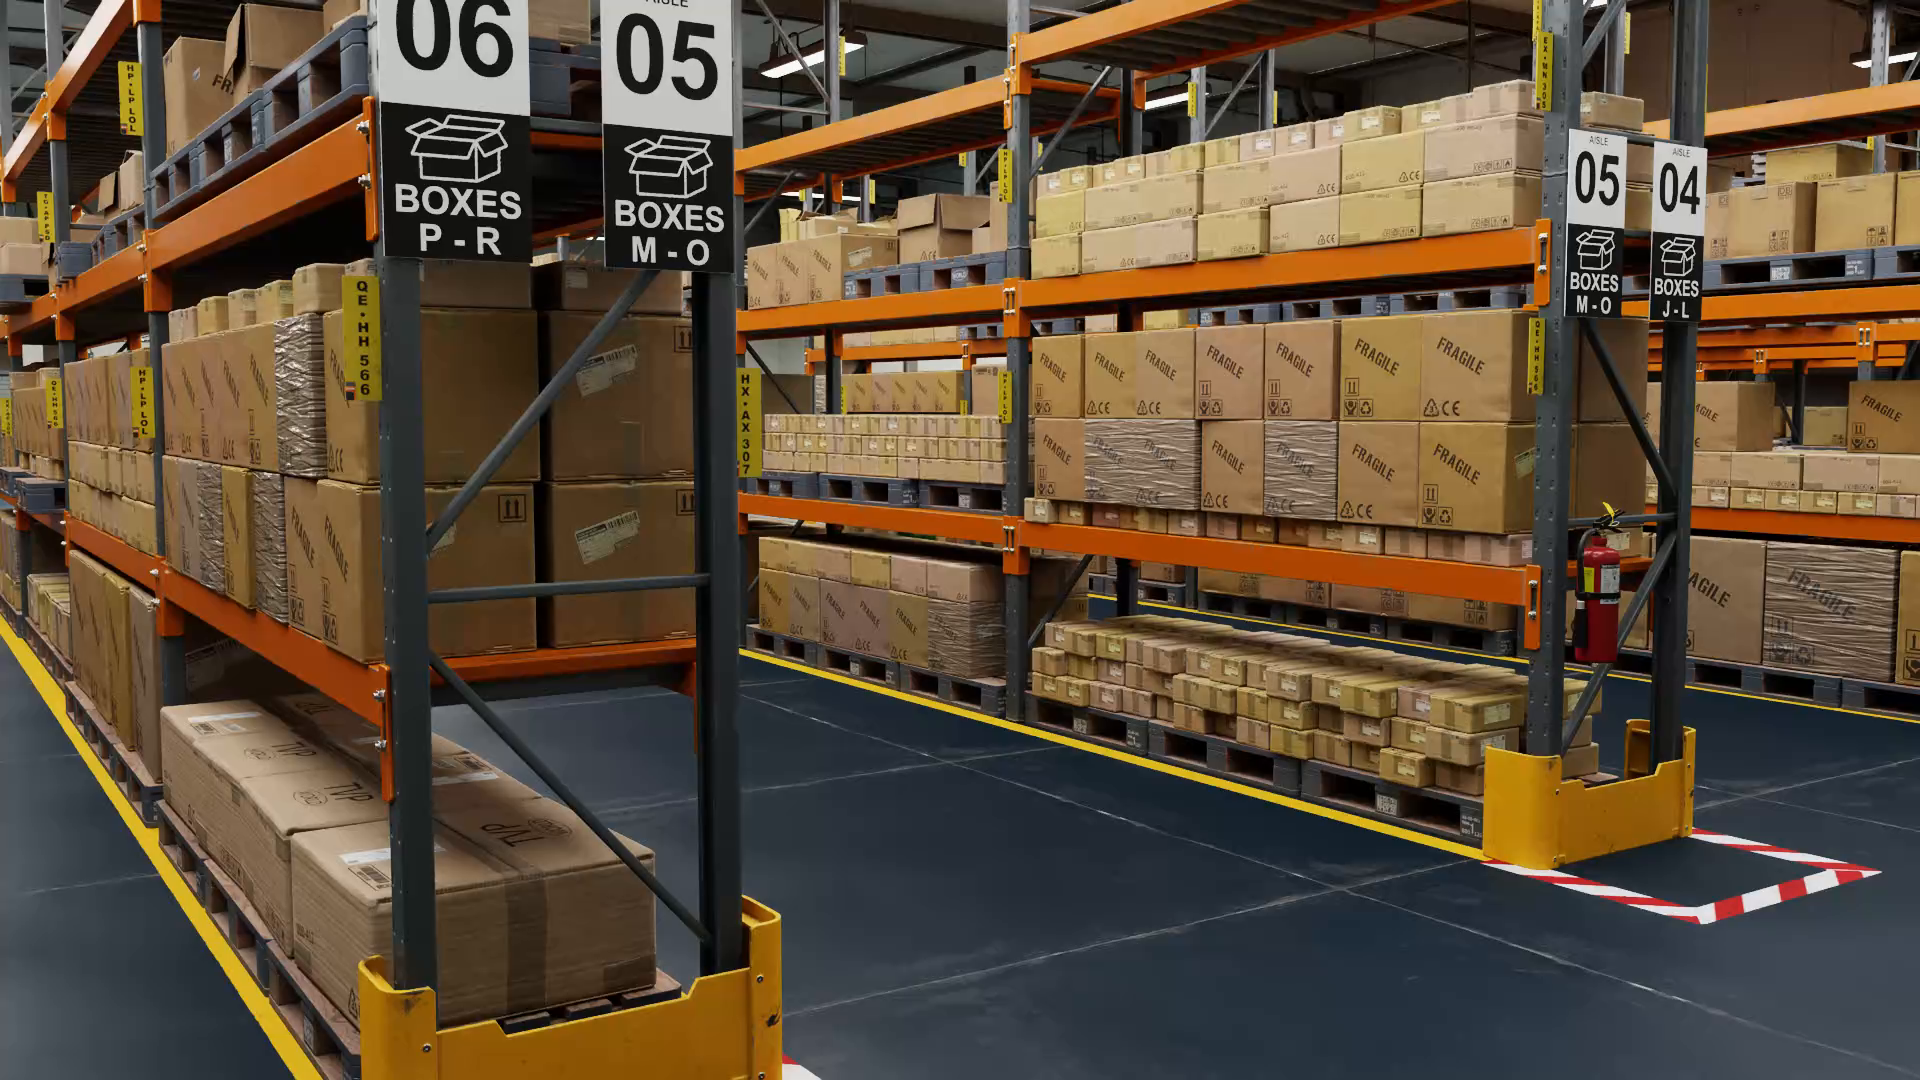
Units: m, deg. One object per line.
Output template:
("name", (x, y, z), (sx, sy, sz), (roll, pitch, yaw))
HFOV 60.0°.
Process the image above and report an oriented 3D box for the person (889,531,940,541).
("person", (-0.416, -0.109, 15.532), (0.607, 1.777, 0.454), (-3, 6, -37))
